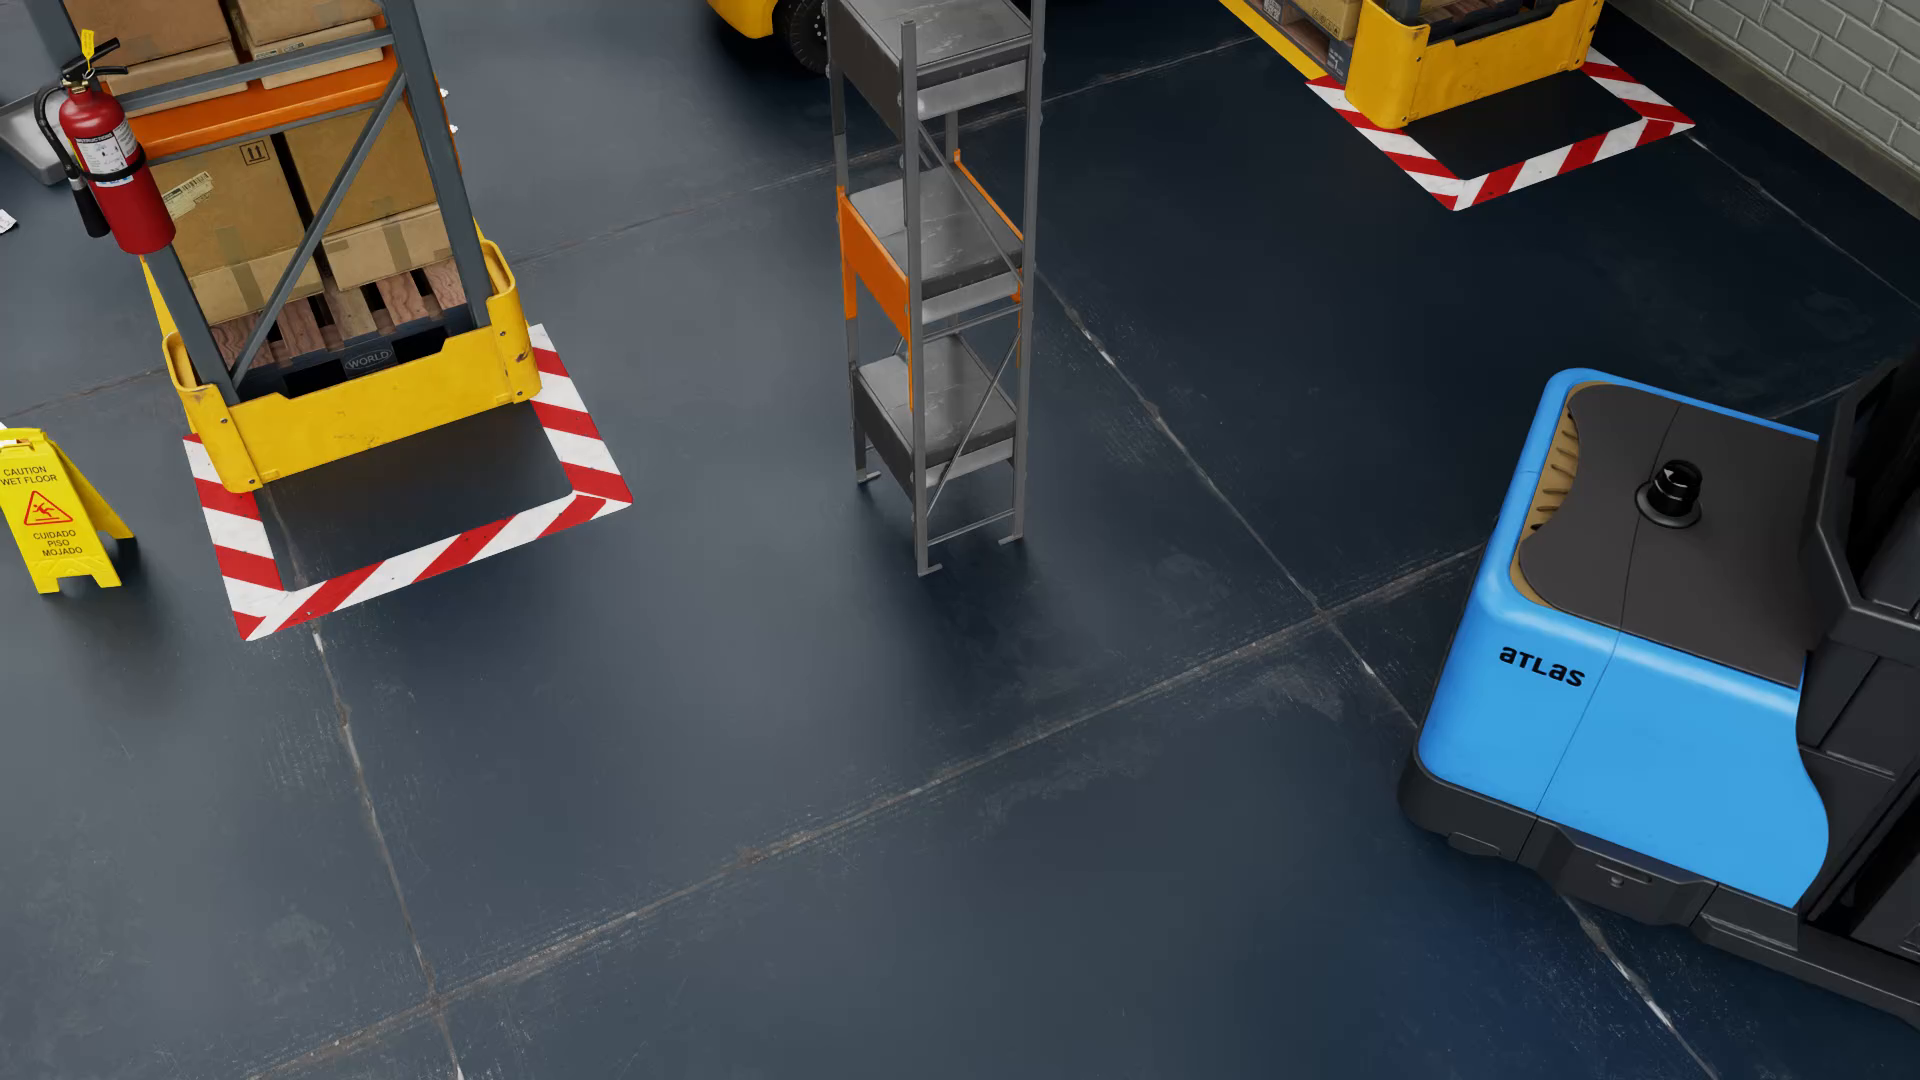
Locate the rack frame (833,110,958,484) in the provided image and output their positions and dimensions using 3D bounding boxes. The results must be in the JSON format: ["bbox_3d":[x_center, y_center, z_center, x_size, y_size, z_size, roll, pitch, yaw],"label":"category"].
[{"bbox_3d":[-0.187,-0.965,5.199,0.400,2.100,0.015,-21,52,-18],"label":"rack frame"}]

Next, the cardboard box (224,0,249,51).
[{"bbox_3d":[-2.214,-1.781,5.482,0.380,0.149,0.250,-20,52,-17],"label":"cardboard box"}]

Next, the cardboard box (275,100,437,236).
[{"bbox_3d":[-2.249,-1.532,6.146,0.500,0.500,0.500,-23,53,-19],"label":"cardboard box"}]

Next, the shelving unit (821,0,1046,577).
[{"bbox_3d":[-0.076,-0.802,5.057,0.431,2.100,0.503,-21,52,-18],"label":"shelving unit"}]

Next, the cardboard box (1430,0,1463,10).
[{"bbox_3d":[2.247,-2.742,7.703,0.500,0.250,0.500,-21,52,-17],"label":"cardboard box"}]

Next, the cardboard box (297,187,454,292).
[{"bbox_3d":[-2.237,-1.269,6.415,0.500,0.250,0.500,-22,52,-18],"label":"cardboard box"}]

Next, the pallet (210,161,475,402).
[{"bbox_3d":[-2.489,-1.090,6.563,1.003,0.211,1.213,-21,52,-18],"label":"pallet"}]

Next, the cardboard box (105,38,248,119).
[{"bbox_3d":[-2.475,-1.495,5.232,0.380,0.149,0.250,-20,52,-16],"label":"cardboard box"}]

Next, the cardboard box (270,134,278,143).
[{"bbox_3d":[-2.725,-1.974,7.032,0.500,0.250,0.500,-18,51,-15],"label":"cardboard box"}]

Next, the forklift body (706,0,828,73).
[{"bbox_3d":[-0.192,-3.475,7.360,2.313,2.155,1.214,-21,52,-18],"label":"forklift body"}]

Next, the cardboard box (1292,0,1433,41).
[{"bbox_3d":[1.802,-2.552,7.537,0.500,0.250,0.500,-21,52,-17],"label":"cardboard box"}]

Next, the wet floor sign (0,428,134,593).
[{"bbox_3d":[-2.978,-0.130,5.435,0.267,0.644,0.232,-5,49,-5],"label":"wet floor sign"}]

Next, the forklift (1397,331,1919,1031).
[{"bbox_3d":[2.866,0.030,3.777,3.031,2.935,1.130,20,52,16],"label":"forklift"}]

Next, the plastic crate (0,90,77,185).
[{"bbox_3d":[-3.955,-1.784,7.257,0.583,0.080,0.402,35,57,27],"label":"plastic crate"}]

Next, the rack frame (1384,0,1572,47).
[{"bbox_3d":[2.298,-3.113,6.480,1.000,3.000,0.127,-21,52,-18],"label":"rack frame"}]

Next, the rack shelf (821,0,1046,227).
[{"bbox_3d":[-0.076,-1.254,4.540,0.431,0.518,0.480,-21,52,-18],"label":"rack shelf"}]

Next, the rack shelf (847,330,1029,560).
[{"bbox_3d":[-0.076,-0.332,5.594,0.431,0.518,0.480,-21,52,-18],"label":"rack shelf"}]

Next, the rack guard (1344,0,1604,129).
[{"bbox_3d":[2.309,-2.274,7.407,1.175,0.500,0.348,-21,52,-18],"label":"rack guard"}]

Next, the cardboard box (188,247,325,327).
[{"bbox_3d":[-2.734,-1.098,6.266,0.500,0.250,0.500,-21,52,-18],"label":"cardboard box"}]

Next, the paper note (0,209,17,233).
[{"bbox_3d":[-3.997,-1.311,6.877,0.148,0.019,0.142,35,57,27],"label":"paper note"}]

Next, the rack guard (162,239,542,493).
[{"bbox_3d":[-2.149,-0.629,5.968,1.175,0.500,0.348,-21,52,-18],"label":"rack guard"}]

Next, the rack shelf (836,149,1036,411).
[{"bbox_3d":[-0.076,-0.793,5.067,0.431,0.518,0.480,-21,52,-18],"label":"rack shelf"}]

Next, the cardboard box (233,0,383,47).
[{"bbox_3d":[-2.084,-1.944,5.194,0.500,0.500,0.500,-22,52,-18],"label":"cardboard box"}]

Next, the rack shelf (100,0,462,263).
[{"bbox_3d":[-3.029,-2.503,6.424,1.077,0.370,4.000,-21,52,-18],"label":"rack shelf"}]

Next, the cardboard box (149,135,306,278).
[{"bbox_3d":[-2.712,-1.327,5.968,0.500,0.500,0.500,-21,52,-17],"label":"cardboard box"}]

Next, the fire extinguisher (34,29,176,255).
[{"bbox_3d":[-2.471,-1.140,4.806,0.296,0.674,0.183,-21,52,-18],"label":"fire extinguisher"}]

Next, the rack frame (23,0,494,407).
[{"bbox_3d":[-2.114,-1.401,4.983,1.000,3.000,0.127,-21,52,-18],"label":"rack frame"}]

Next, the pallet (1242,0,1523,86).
[{"bbox_3d":[1.911,-2.693,7.965,1.003,0.211,1.213,-21,52,-18],"label":"pallet"}]

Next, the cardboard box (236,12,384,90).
[{"bbox_3d":[-2.085,-1.617,5.338,0.380,0.149,0.250,-21,52,-17],"label":"cardboard box"}]

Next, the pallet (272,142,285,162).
[{"bbox_3d":[-3.043,-1.905,7.276,1.003,0.211,1.213,-21,52,-18],"label":"pallet"}]

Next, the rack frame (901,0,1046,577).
[{"bbox_3d":[0.036,-0.639,4.914,0.400,2.100,0.015,-21,52,-18],"label":"rack frame"}]

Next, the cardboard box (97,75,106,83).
[{"bbox_3d":[-2.690,-1.626,5.346,0.380,0.149,0.250,-22,52,-18],"label":"cardboard box"}]

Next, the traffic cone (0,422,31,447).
[{"bbox_3d":[-3.458,-0.409,5.801,0.336,0.463,0.334,-21,52,-18],"label":"traffic cone"}]

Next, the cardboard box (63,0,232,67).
[{"bbox_3d":[-2.607,-1.800,5.068,0.500,0.500,0.500,-22,52,-18],"label":"cardboard box"}]
